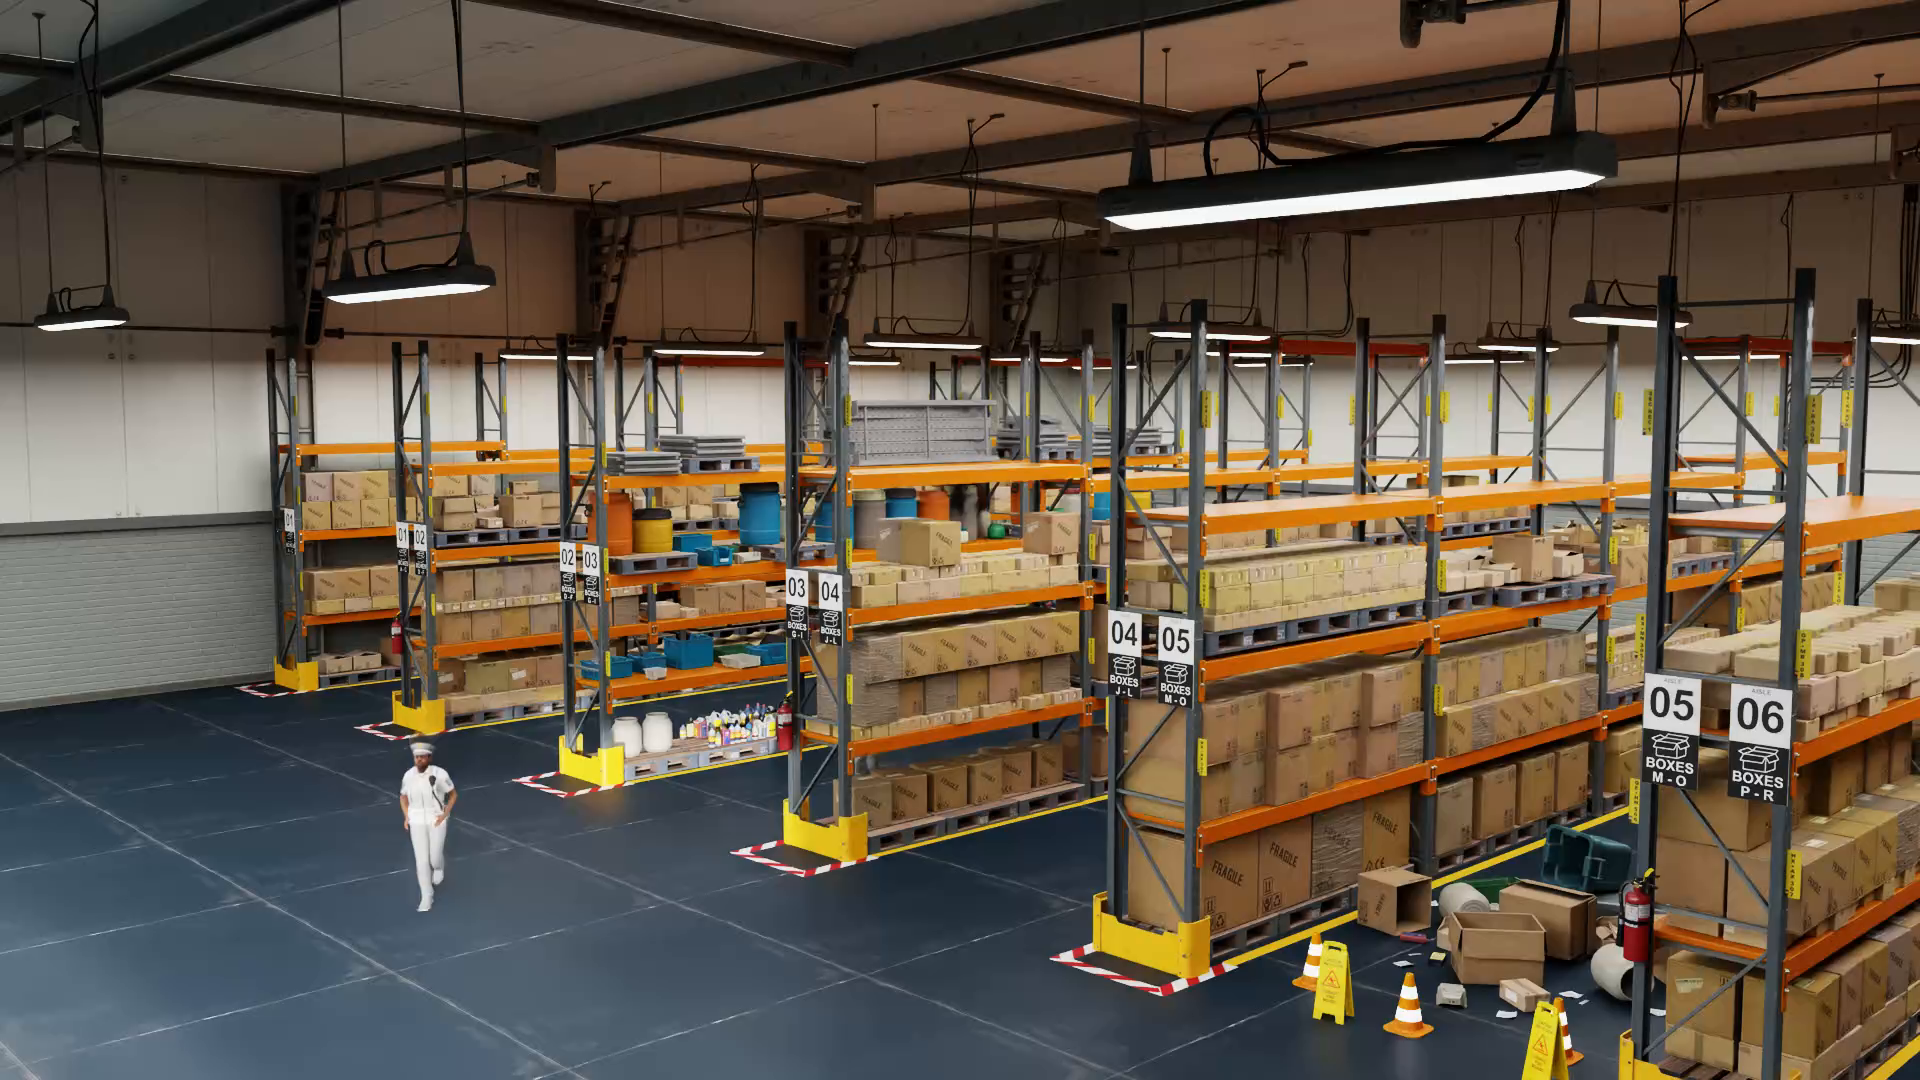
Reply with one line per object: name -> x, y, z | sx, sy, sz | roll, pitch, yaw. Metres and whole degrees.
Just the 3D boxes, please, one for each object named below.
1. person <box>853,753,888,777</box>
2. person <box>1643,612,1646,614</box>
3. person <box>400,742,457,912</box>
person -> -1.149, 2.459, 21.088 | 0.676, 1.761, 0.775 | 4, 6, 39
person -> 10.960, 1.999, 26.466 | 0.811, 1.732, 0.735 | -3, 6, -31
person -> -5.407, 2.865, 16.937 | 0.575, 1.693, 0.693 | -1, 5, -6
